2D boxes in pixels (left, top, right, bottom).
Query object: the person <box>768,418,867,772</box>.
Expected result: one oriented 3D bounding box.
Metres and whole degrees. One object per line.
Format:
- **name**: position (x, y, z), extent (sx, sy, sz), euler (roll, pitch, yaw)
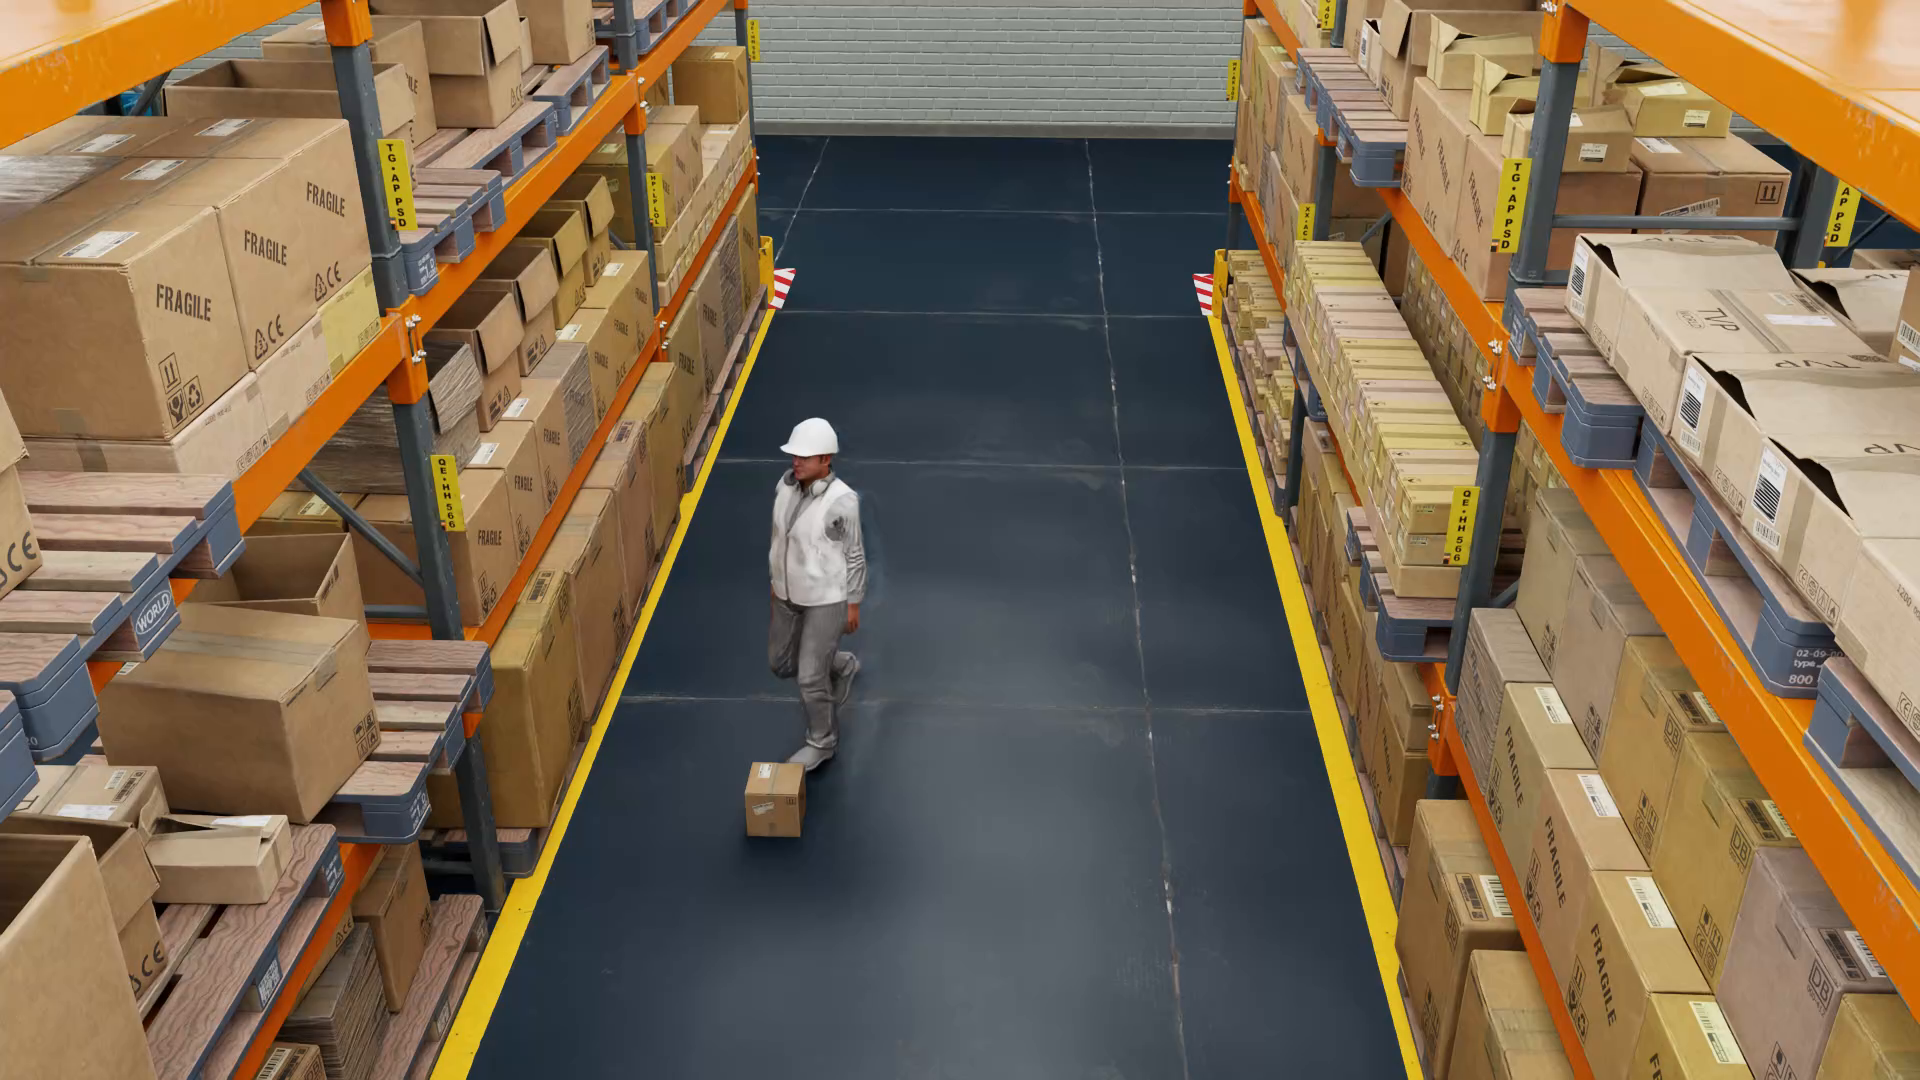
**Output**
- **person**: position (-0.710, 0.239, 8.119), extent (0.552, 1.746, 0.687), euler (23, 36, 37)
